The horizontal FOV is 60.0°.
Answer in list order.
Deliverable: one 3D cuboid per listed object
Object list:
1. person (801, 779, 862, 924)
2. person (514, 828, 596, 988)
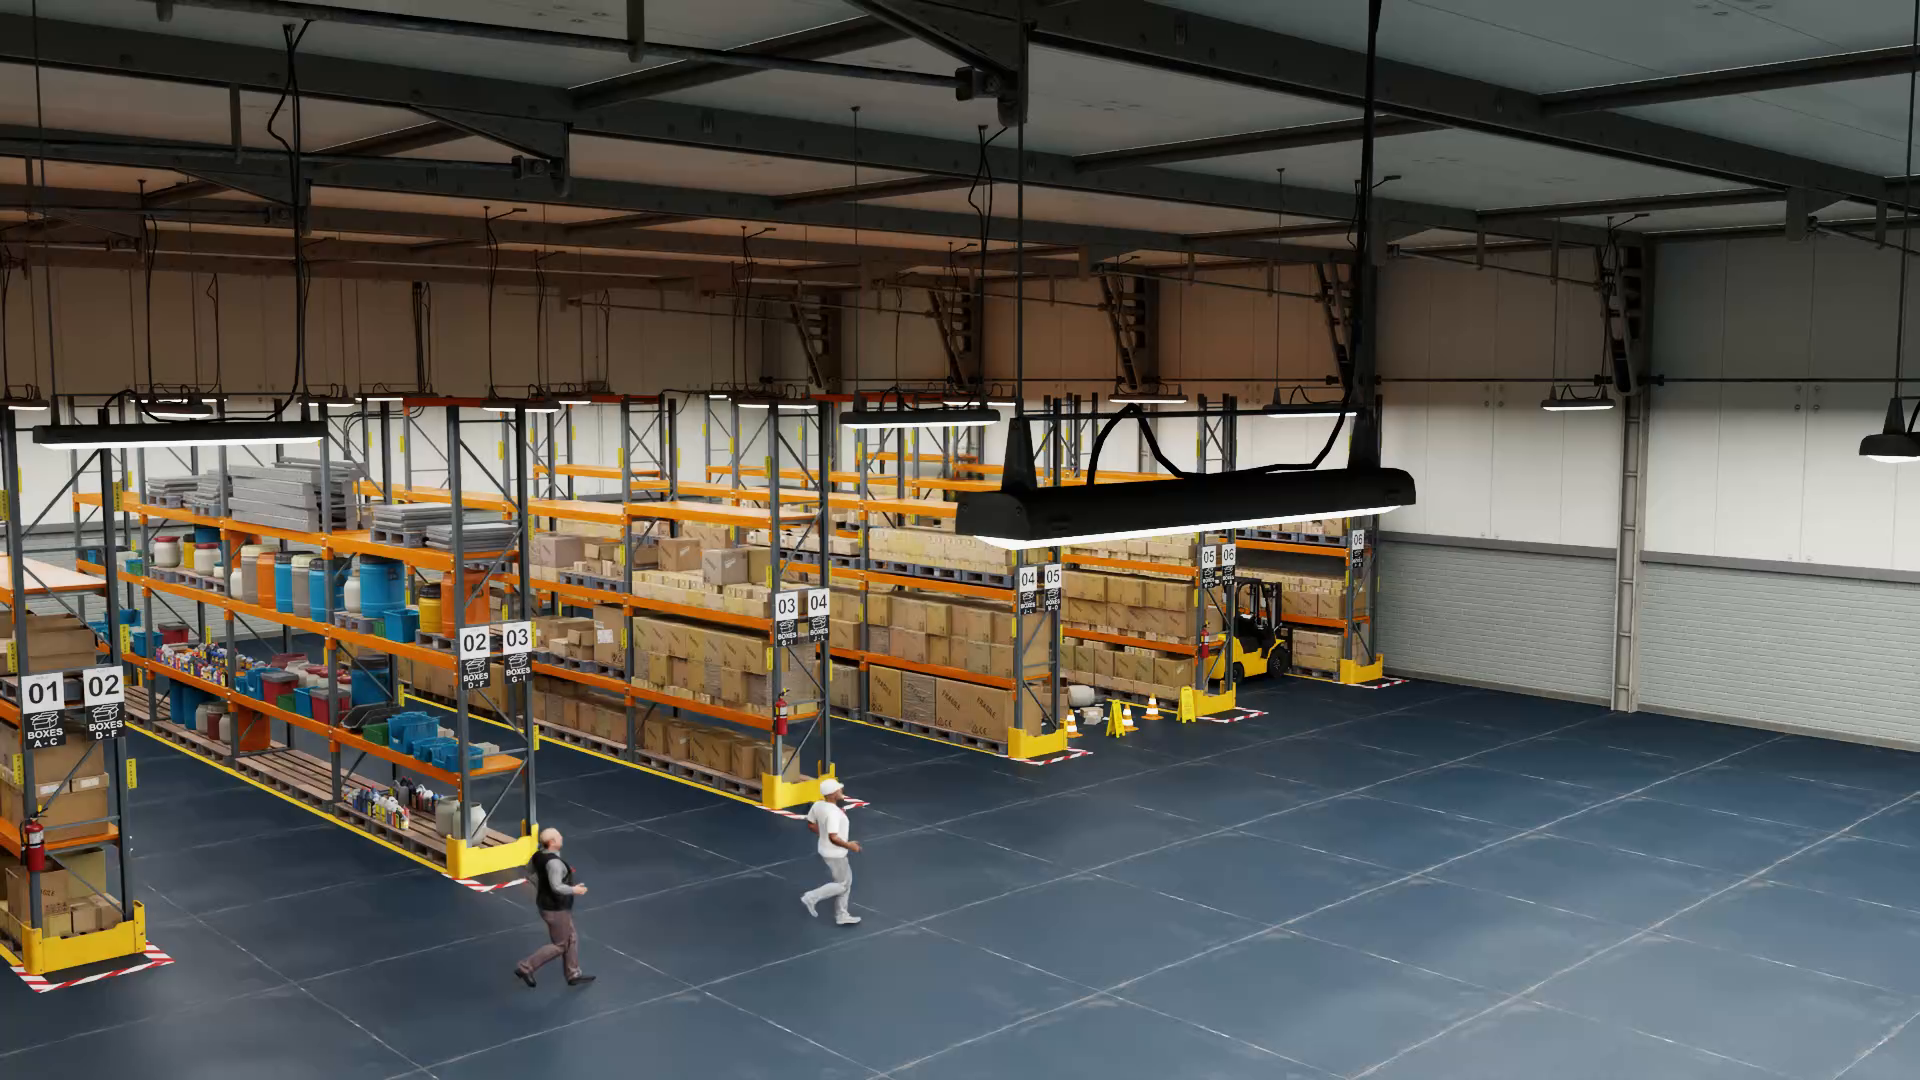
[{"bbox_3d":[-1.510,3.616,19.233,0.758,1.738,0.699,-2,6,-23],"label":"person"},{"bbox_3d":[-4.199,3.807,17.165,0.880,1.698,0.670,-3,6,-30],"label":"person"}]
